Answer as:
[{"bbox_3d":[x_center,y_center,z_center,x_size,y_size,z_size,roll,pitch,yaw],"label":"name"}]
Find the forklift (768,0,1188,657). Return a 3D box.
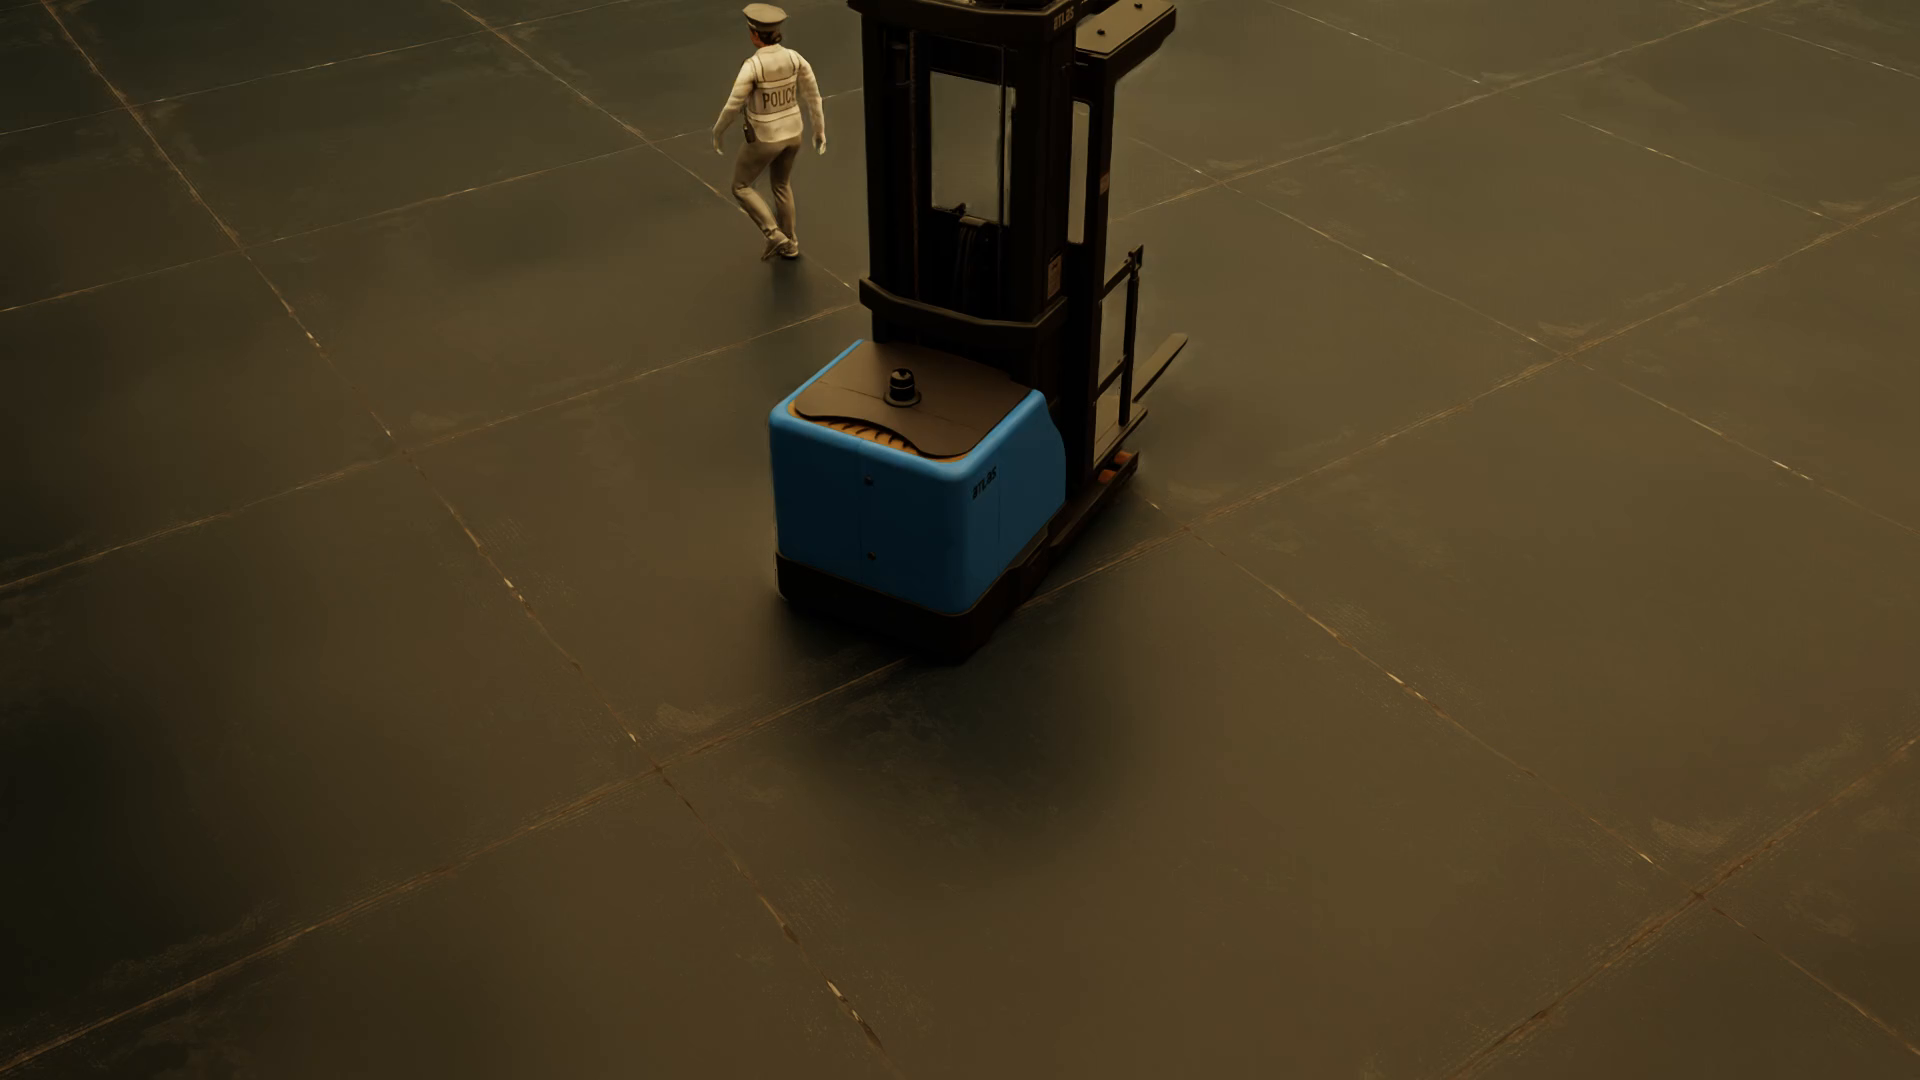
[{"bbox_3d":[0.289,-1.503,7.977,1.130,2.935,3.031,18,40,23],"label":"forklift"}]

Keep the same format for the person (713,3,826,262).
[{"bbox_3d":[-1.171,-2.509,10.421,0.673,1.650,0.459,-28,45,-32],"label":"person"}]
